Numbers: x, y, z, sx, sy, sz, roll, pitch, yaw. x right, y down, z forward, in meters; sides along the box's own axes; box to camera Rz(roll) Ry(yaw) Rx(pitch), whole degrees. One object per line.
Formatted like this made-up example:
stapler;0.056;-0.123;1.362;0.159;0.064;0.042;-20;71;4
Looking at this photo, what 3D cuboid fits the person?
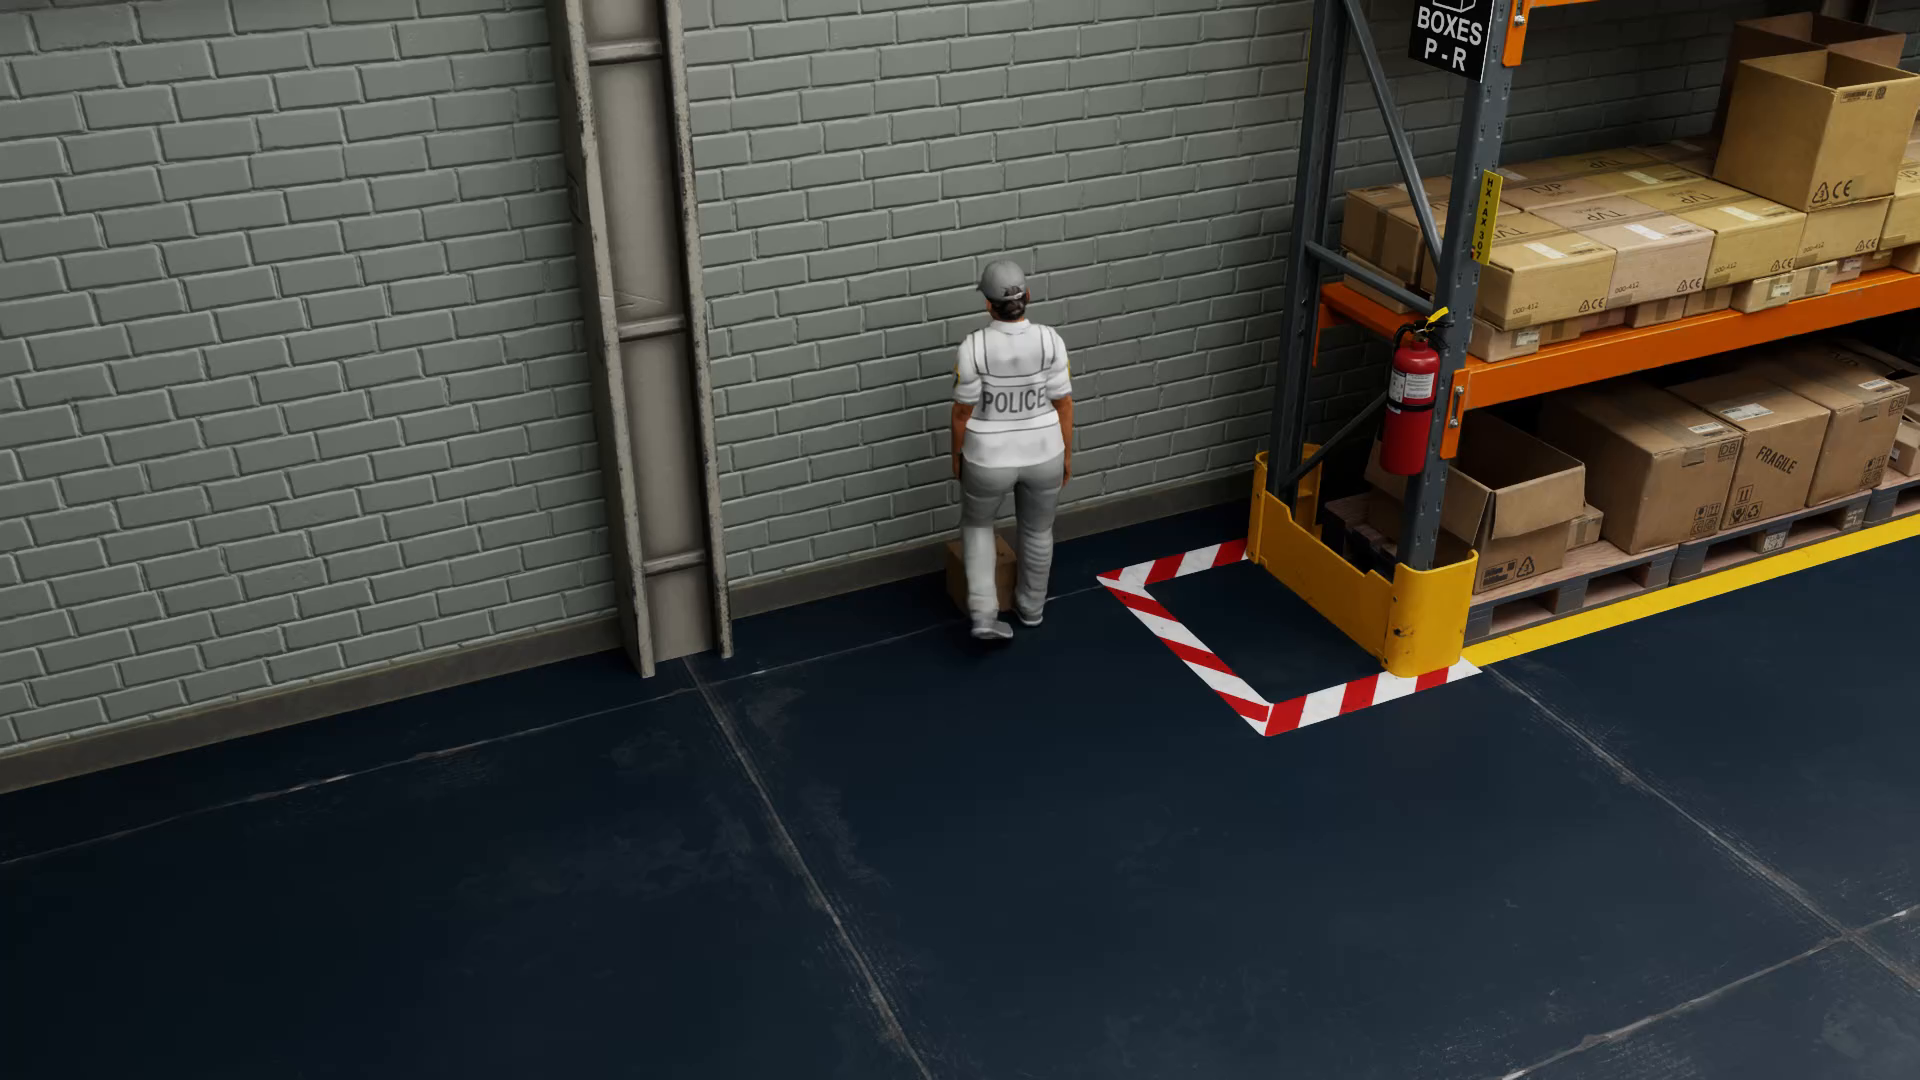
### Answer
person;0.199;-0.351;6.725;0.491;1.651;0.528;-4;30;-8
